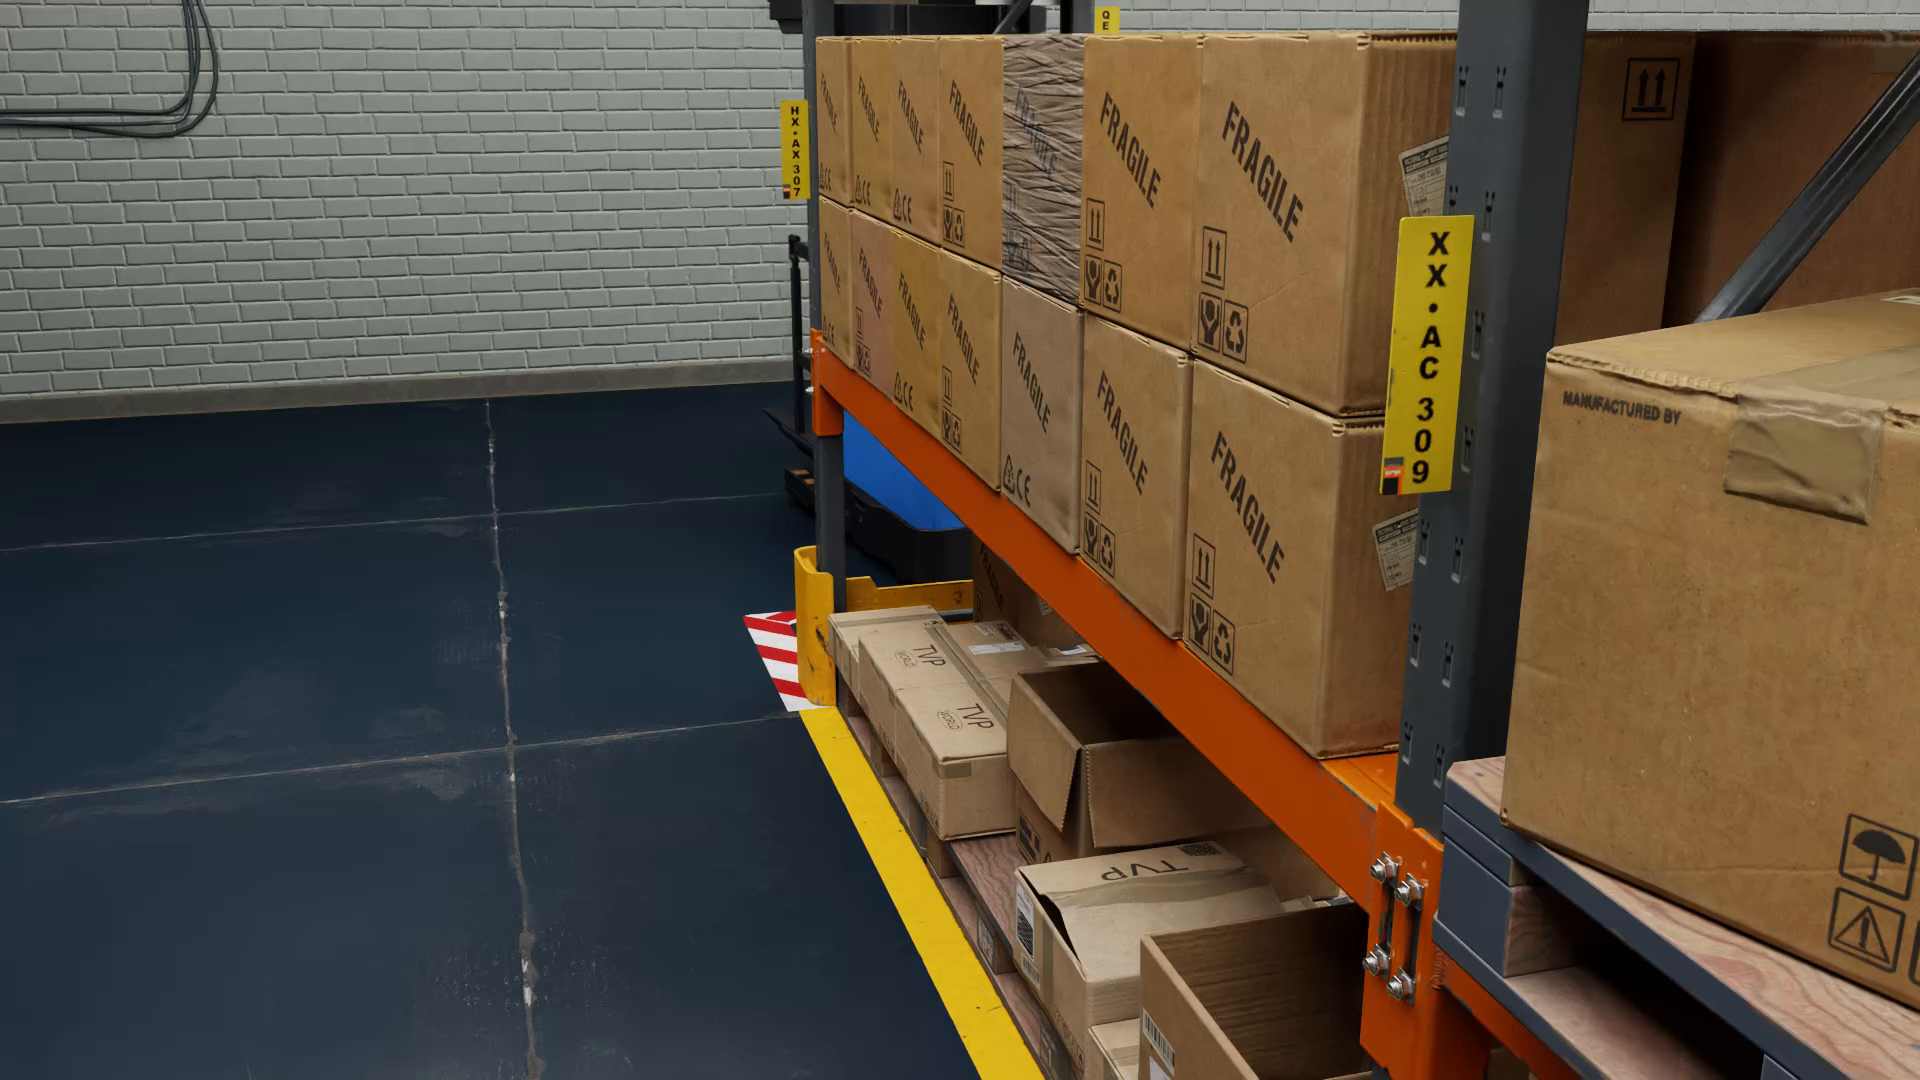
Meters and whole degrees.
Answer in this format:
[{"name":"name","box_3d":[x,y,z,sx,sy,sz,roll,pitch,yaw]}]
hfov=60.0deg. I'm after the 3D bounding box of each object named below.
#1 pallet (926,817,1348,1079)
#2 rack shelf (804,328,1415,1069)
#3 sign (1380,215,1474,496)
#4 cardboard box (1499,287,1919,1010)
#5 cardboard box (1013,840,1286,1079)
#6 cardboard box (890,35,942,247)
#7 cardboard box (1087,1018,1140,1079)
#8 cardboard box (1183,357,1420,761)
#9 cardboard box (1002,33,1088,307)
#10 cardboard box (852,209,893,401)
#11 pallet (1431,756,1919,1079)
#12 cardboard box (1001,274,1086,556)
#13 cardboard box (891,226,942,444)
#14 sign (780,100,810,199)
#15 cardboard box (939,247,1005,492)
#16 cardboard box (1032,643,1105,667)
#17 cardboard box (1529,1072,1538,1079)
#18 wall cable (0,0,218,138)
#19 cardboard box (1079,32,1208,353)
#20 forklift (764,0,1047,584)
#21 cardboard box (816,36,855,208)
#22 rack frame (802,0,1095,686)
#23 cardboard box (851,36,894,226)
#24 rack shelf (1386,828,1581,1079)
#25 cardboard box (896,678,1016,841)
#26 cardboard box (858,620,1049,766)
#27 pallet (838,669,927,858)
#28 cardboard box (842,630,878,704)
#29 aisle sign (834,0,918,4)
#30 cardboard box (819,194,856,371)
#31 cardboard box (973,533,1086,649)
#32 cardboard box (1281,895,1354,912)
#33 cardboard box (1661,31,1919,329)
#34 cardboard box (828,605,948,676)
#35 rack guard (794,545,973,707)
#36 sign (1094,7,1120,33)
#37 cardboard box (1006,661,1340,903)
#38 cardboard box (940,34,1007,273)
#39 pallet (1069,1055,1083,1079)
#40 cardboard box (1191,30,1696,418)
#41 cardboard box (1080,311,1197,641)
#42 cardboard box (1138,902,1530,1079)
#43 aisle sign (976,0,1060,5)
[{"name":"pallet","box_3d":[0.540,0.964,4.375,1.003,0.211,1.213,-5,17,-15]},{"name":"rack shelf","box_3d":[0.517,-0.052,4.161,1.077,0.370,4.000,-5,17,-15]},{"name":"sign","box_3d":[0.547,-0.213,1.941,0.100,0.325,0.005,-5,17,-15]},{"name":"cardboard box","box_3d":[0.982,0.057,1.646,0.700,0.500,0.500,-12,20,-34]},{"name":"cardboard box","box_3d":[0.432,0.891,3.680,0.500,0.311,0.500,-5,17,-15]},{"name":"cardboard box","box_3d":[0.120,-1.050,4.322,0.500,0.500,0.500,-4,17,-14]},{"name":"cardboard box","box_3d":[0.477,1.077,3.342,0.380,0.149,0.250,-5,17,-15]},{"name":"cardboard box","box_3d":[0.683,-0.009,2.594,0.500,0.500,0.500,-4,17,-14]},{"name":"cardboard box","box_3d":[0.397,-0.770,3.390,0.500,0.500,0.500,-5,17,-15]},{"name":"cardboard box","box_3d":[-0.017,-0.712,4.933,0.500,0.500,0.500,-5,17,-16]},{"name":"pallet","box_3d":[1.182,0.478,1.479,1.003,0.211,1.213,-5,17,-15]},{"name":"cardboard box","box_3d":[0.397,-0.293,3.541,0.500,0.500,0.500,-4,17,-14]},{"name":"cardboard box","box_3d":[0.118,-0.572,4.470,0.500,0.500,0.500,-5,17,-15]},{"name":"sign","box_3d":[-0.554,-1.321,5.632,0.100,0.325,0.005,-5,17,-15]},{"name":"cardboard box","box_3d":[0.254,-0.434,4.009,0.500,0.500,0.500,-4,17,-15]},{"name":"cardboard box","box_3d":[0.379,0.447,5.411,0.380,0.166,0.250,-5,17,-15]},{"name":"cardboard box","box_3d":[1.160,1.101,2.983,0.500,0.311,0.500,-5,17,-15]},{"name":"wall cable","box_3d":[-6.005,-3.536,9.478,3.097,2.526,0.112,-5,17,-15]},{"name":"cardboard box","box_3d":[0.536,-0.631,2.926,0.500,0.500,0.500,-5,17,-16]},{"name":"forklift","box_3d":[-0.262,-1.594,8.165,1.130,2.935,3.031,-7,18,-21]},{"name":"cardboard box","box_3d":[-0.164,-1.333,5.263,0.500,0.500,0.500,-4,17,-14]},{"name":"rack frame","box_3d":[-0.032,-0.950,5.899,1.000,3.000,0.127,-5,17,-15]},{"name":"cardboard box","box_3d":[-0.013,-1.189,4.784,0.500,0.500,0.500,-5,17,-15]},{"name":"rack shelf","box_3d":[1.617,1.055,0.478,1.077,0.370,4.000,-5,17,-15]},{"name":"cardboard box","box_3d":[0.119,0.606,4.735,0.500,0.250,0.500,-5,17,-15]},{"name":"cardboard box","box_3d":[-0.018,0.468,5.196,0.500,0.250,0.500,-5,17,-15]},{"name":"pallet","box_3d":[0.209,0.628,5.496,1.003,0.211,1.213,-5,17,-15]},{"name":"cardboard box","box_3d":[-0.179,0.409,5.537,0.380,0.166,0.250,-5,17,-15]},{"name":"aisle sign","box_3d":[-0.333,-2.190,5.511,0.394,0.787,0.004,-5,17,-15]},{"name":"cardboard box","box_3d":[-0.164,-0.854,5.407,0.500,0.500,0.500,-4,17,-14]},{"name":"cardboard box","box_3d":[0.354,0.168,5.760,0.500,0.500,0.500,-5,17,-15]},{"name":"cardboard box","box_3d":[0.912,0.931,3.797,0.380,0.166,0.250,-5,17,-15]},{"name":"cardboard box","box_3d":[1.208,-0.522,2.565,0.500,0.500,0.500,-4,17,-14]},{"name":"cardboard box","box_3d":[-0.248,0.348,5.770,0.380,0.149,0.250,-5,17,-15]},{"name":"rack guard","box_3d":[-0.011,0.269,6.189,1.175,0.500,0.348,-5,17,-15]},{"name":"sign","box_3d":[0.507,-1.694,5.815,0.100,0.325,0.005,-5,17,-15]},{"name":"cardboard box","box_3d":[0.546,0.622,4.240,0.797,0.503,0.637,-5,17,-15]},{"name":"cardboard box","box_3d":[0.260,-0.909,3.854,0.500,0.500,0.500,-5,17,-16]},{"name":"pallet","box_3d":[0.879,1.302,3.250,1.003,0.211,1.213,-5,17,-15]},{"name":"cardboard box","box_3d":[0.679,-0.489,2.455,0.500,0.500,0.500,-5,17,-15]},{"name":"cardboard box","box_3d":[0.540,-0.151,3.069,0.500,0.500,0.500,-4,17,-14]},{"name":"cardboard box","box_3d":[0.638,1.008,2.962,0.500,0.500,0.500,-5,17,-15]},{"name":"aisle sign","box_3d":[0.243,-2.238,5.669,0.394,0.787,0.004,-5,17,-15]}]
